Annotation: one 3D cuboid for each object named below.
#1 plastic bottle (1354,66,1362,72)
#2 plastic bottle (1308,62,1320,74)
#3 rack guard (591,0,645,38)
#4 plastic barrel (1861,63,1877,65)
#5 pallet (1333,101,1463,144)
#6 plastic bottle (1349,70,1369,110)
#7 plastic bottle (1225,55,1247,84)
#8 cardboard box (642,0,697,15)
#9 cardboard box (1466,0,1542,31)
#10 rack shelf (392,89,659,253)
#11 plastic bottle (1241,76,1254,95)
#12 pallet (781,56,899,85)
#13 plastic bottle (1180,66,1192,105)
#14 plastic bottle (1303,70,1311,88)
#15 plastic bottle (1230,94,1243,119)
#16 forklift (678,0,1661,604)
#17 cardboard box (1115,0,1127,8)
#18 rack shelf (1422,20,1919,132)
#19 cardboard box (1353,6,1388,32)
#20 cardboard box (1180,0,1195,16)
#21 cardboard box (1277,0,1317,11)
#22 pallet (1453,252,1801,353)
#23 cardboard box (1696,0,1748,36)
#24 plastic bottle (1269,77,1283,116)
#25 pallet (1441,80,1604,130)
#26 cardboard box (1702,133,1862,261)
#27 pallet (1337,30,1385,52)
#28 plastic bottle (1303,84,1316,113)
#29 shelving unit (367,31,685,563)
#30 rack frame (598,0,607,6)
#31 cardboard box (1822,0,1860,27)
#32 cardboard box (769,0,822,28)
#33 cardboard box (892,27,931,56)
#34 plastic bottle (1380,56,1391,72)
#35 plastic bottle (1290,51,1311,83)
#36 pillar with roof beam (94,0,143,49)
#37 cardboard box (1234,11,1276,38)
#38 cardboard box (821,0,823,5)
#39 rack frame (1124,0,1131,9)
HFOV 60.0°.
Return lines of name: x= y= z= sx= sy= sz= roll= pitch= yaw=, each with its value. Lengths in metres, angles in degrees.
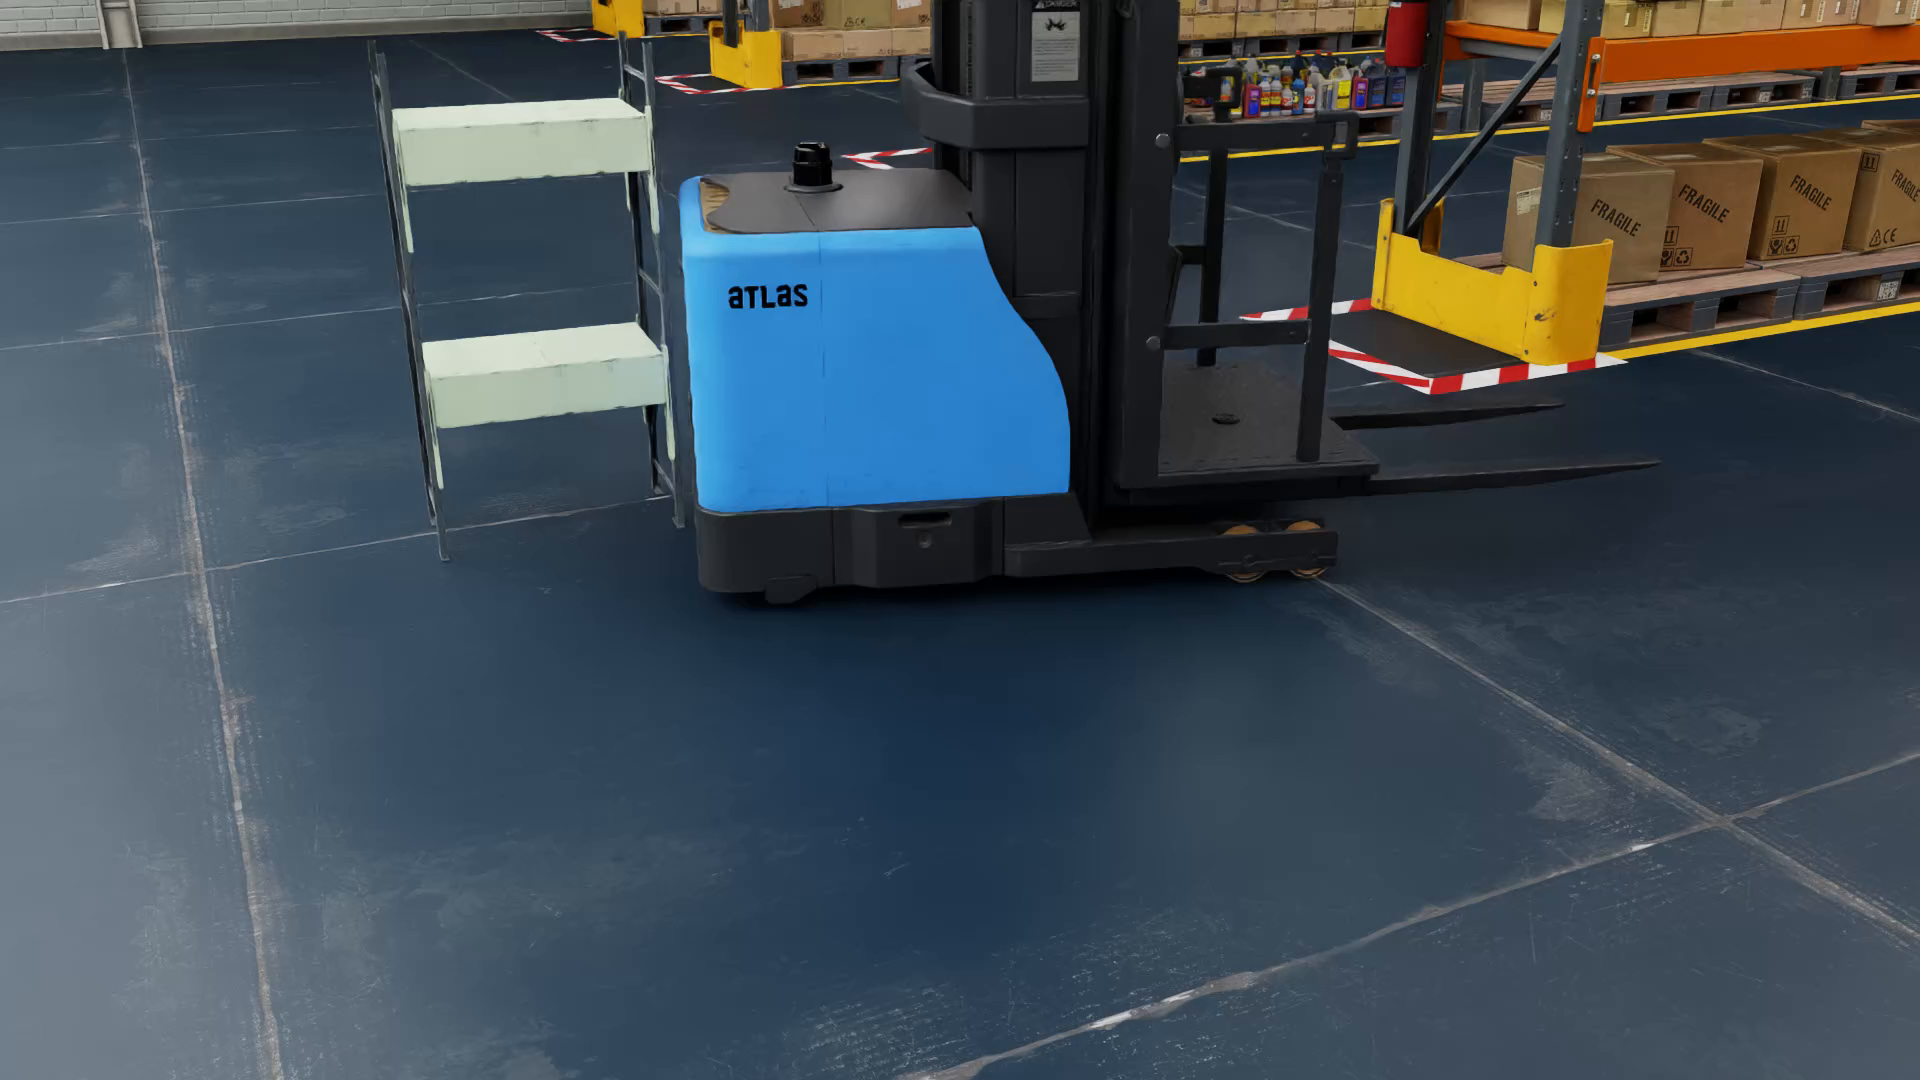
plastic bottle: x=3.173 y=-3.694 z=13.335 sx=0.097 sy=0.201 sz=0.097 roll=0 pitch=22 yaw=0
plastic bottle: x=2.756 y=-3.588 z=12.988 sx=0.097 sy=0.271 sz=0.097 roll=0 pitch=22 yaw=0
rack guard: x=-4.091 y=-6.310 z=19.841 sx=0.348 sy=0.500 sz=1.175 roll=-10 pitch=25 yaw=-24
plastic barrel: x=8.249 y=-4.621 z=15.196 sx=0.421 sy=0.512 sz=0.421 roll=0 pitch=22 yaw=0
pallet: x=3.118 y=-3.316 z=12.986 sx=1.213 sy=0.211 sz=1.003 roll=-10 pitch=25 yaw=-24
plastic bottle: x=2.985 y=-3.371 z=12.448 sx=0.133 sy=0.283 sz=0.061 roll=-9 pitch=24 yaw=-20
plastic bottle: x=2.114 y=-3.558 z=12.811 sx=0.185 sy=0.351 sz=0.144 roll=-9 pitch=24 yaw=-21
cardboard box: x=-3.497 y=-6.497 z=19.965 sx=0.500 sy=0.311 sz=0.500 roll=-14 pitch=26 yaw=-30
cardboard box: x=2.453 y=-2.334 z=7.295 sx=0.250 sy=0.149 sz=0.380 roll=-10 pitch=25 yaw=-24
rack shelf: x=-1.307 y=-1.109 z=4.948 sx=0.720 sy=0.370 sz=0.431 roll=-9 pitch=24 yaw=-20
plastic bottle: x=2.206 y=-3.454 z=12.757 sx=0.097 sy=0.201 sz=0.097 roll=0 pitch=22 yaw=0
pallet: x=-1.337 y=-4.599 z=16.084 sx=1.213 sy=0.211 sz=1.003 roll=-10 pitch=25 yaw=-24
plastic bottle: x=1.700 y=-3.468 z=12.683 sx=0.133 sy=0.283 sz=0.061 roll=-10 pitch=24 yaw=-22
plastic bottle: x=2.628 y=-3.370 z=12.445 sx=0.133 sy=0.283 sz=0.061 roll=-10 pitch=25 yaw=-24
plastic bottle: x=2.000 y=-3.159 z=12.044 sx=0.097 sy=0.201 sz=0.097 roll=0 pitch=22 yaw=0
forklift: x=0.675 y=-1.424 z=4.858 sx=3.031 sy=2.935 sz=1.130 roll=-4 pitch=23 yaw=-9
cardboard box: x=1.837 y=-5.758 z=17.552 sx=0.500 sy=0.311 sz=0.500 roll=-10 pitch=25 yaw=-24
rack shelf: x=4.088 y=-2.331 z=7.900 sx=4.000 sy=0.370 sz=1.077 roll=-10 pitch=25 yaw=-24
cardboard box: x=4.370 y=-5.739 z=18.238 sx=0.500 sy=0.250 sz=0.500 roll=-11 pitch=25 yaw=-24
cardboard box: x=2.077 y=-5.575 z=17.109 sx=0.500 sy=0.311 sz=0.500 roll=-10 pitch=25 yaw=-23
cardboard box: x=3.462 y=-5.830 z=17.726 sx=0.500 sy=0.311 sz=0.500 roll=-10 pitch=24 yaw=-22
pallet: x=3.101 y=-1.178 z=7.821 sx=1.213 sy=0.211 sz=1.003 roll=-10 pitch=25 yaw=-24
cardboard box: x=3.111 y=-2.252 z=7.096 sx=0.250 sy=0.149 sz=0.380 roll=-10 pitch=25 yaw=-24
plastic bottle: x=2.305 y=-3.248 z=12.166 sx=0.097 sy=0.271 sz=0.097 roll=0 pitch=22 yaw=0
pallet: x=4.432 y=-3.557 z=13.567 sx=1.213 sy=0.211 sz=1.003 roll=-10 pitch=25 yaw=-24
cardboard box: x=3.952 y=-1.677 z=8.098 sx=0.500 sy=0.500 sz=0.500 roll=-8 pitch=24 yaw=-19
pallet: x=4.442 y=-5.662 z=18.651 sx=1.213 sy=0.211 sz=1.003 roll=-10 pitch=25 yaw=-24
plastic bottle: x=2.580 y=-3.266 z=12.302 sx=0.097 sy=0.201 sz=0.097 roll=0 pitch=22 yaw=0
shelving unit: x=-1.307 y=-0.749 z=5.097 sx=0.755 sy=1.500 sz=0.431 roll=-9 pitch=24 yaw=-20
rack frame: x=-4.159 y=-7.453 z=19.332 sx=0.127 sy=3.000 sz=1.000 roll=-10 pitch=25 yaw=-24
cardboard box: x=3.769 y=-2.390 z=7.431 sx=0.250 sy=0.149 sz=0.380 roll=-10 pitch=25 yaw=-24
cardboard box: x=-1.653 y=-5.208 z=15.974 sx=0.500 sy=0.500 sz=0.500 roll=-10 pitch=25 yaw=-24
cardboard box: x=-0.528 y=-4.849 z=16.088 sx=0.500 sy=0.250 sz=0.500 roll=-10 pitch=25 yaw=-24
plastic bottle: x=3.224 y=-3.525 z=12.732 sx=0.185 sy=0.351 sz=0.144 roll=-10 pitch=25 yaw=-24
plastic bottle: x=2.664 y=-3.659 z=13.056 sx=0.185 sy=0.351 sz=0.144 roll=-12 pitch=25 yaw=-26
pillar with roof beam: x=-7.443 y=-8.160 z=13.197 sx=0.400 sy=9.000 sz=9.100 roll=-10 pitch=25 yaw=-24
cardboard box: x=2.994 y=-5.486 z=17.627 sx=0.500 sy=0.250 sz=0.500 roll=-11 pitch=25 yaw=-25
cardboard box: x=-1.473 y=-6.979 z=20.880 sx=0.500 sy=0.500 sz=0.500 roll=-12 pitch=26 yaw=-28
rack frame: x=1.597 y=-6.410 z=16.813 sx=0.127 sy=3.000 sz=1.000 roll=-10 pitch=25 yaw=-24
